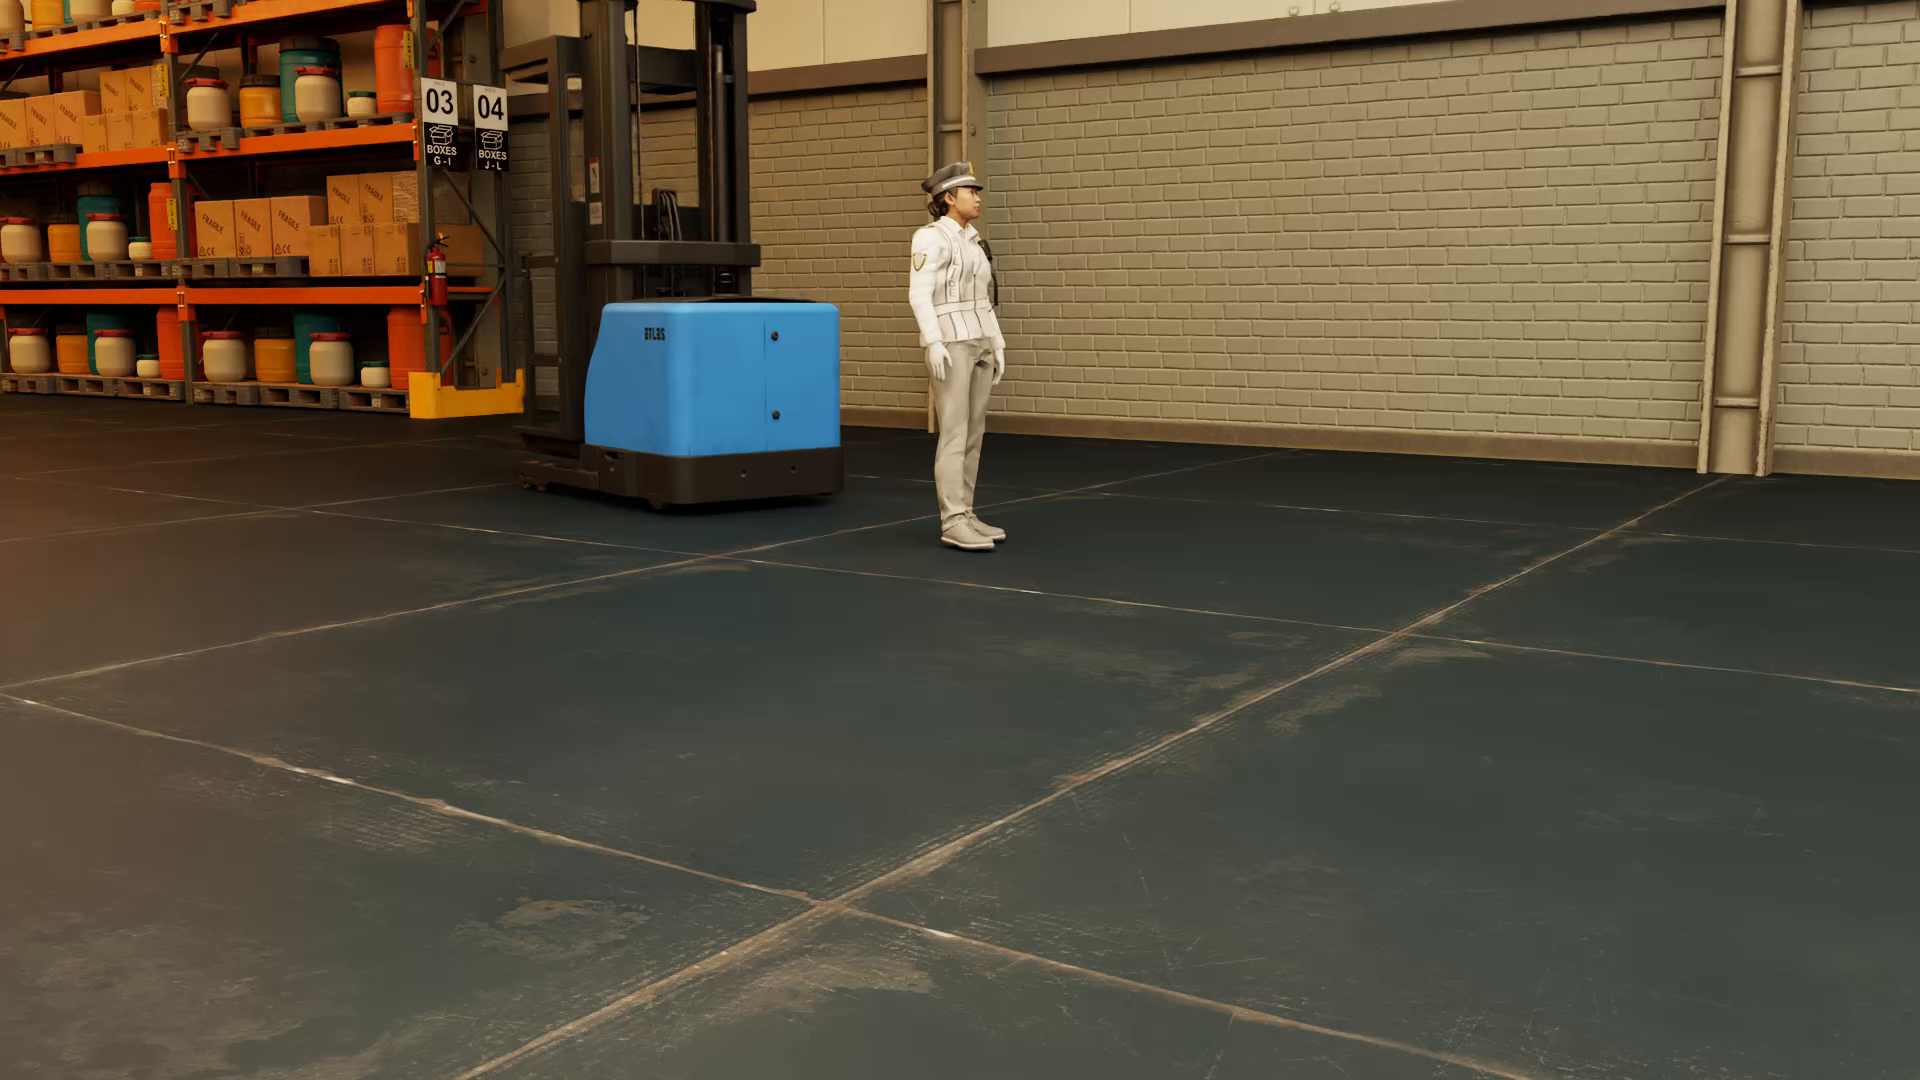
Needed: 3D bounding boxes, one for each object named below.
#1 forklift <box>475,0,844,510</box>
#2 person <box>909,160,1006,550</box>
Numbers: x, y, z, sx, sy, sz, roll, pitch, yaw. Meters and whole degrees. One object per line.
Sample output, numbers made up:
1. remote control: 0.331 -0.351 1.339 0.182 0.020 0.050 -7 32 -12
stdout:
1. forklift: -1.933 -1.766 9.609 1.130 2.935 3.031 -6 10 -38
2. person: 0.053 -0.840 7.440 0.531 1.695 0.587 5 10 34
